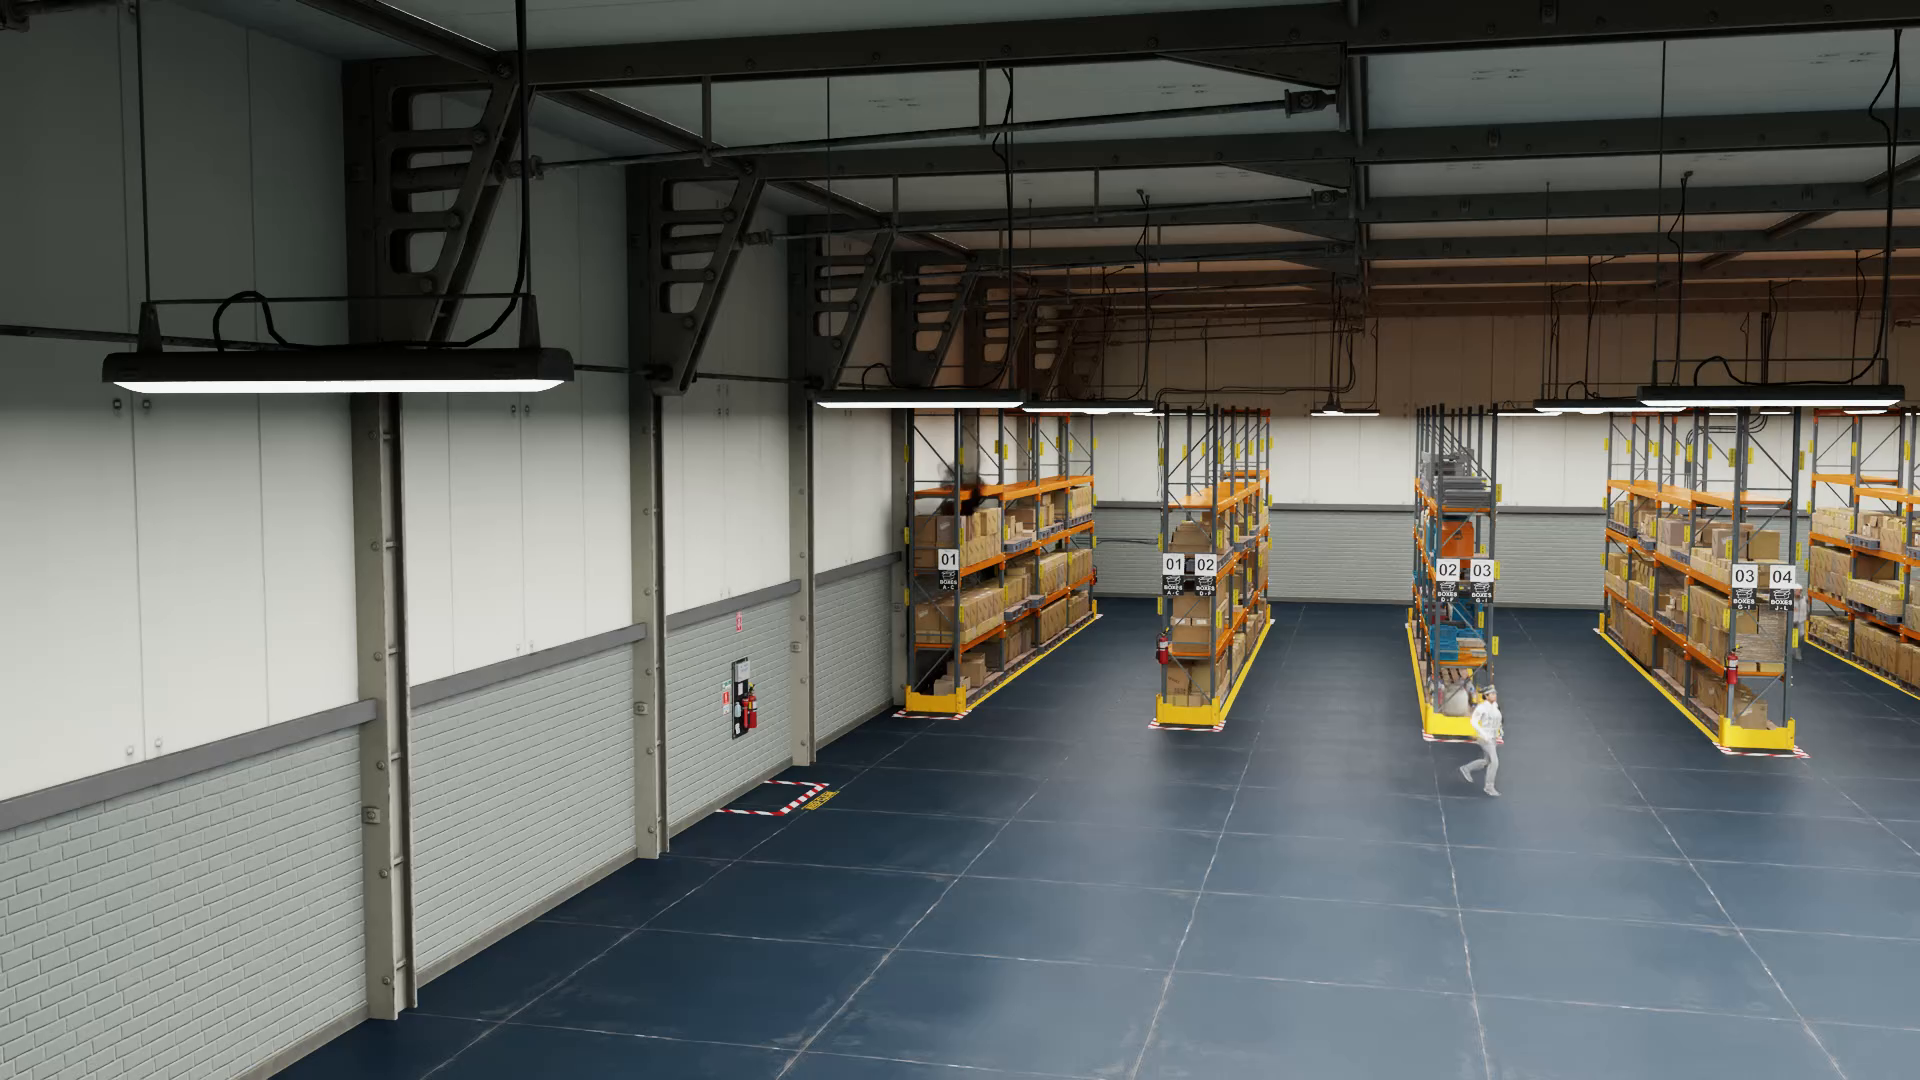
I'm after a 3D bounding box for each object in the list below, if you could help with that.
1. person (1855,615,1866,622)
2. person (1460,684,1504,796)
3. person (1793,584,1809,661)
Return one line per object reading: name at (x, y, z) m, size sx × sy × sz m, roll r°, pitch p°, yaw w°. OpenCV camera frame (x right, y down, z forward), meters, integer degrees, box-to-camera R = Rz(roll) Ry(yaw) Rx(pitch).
person at (23.990, 1.648, 44.442) m, size 0.691 × 1.725 × 0.639 m, roll 0°, pitch 4°, yaw 3°
person at (8.006, 3.045, 25.483) m, size 0.628 × 1.715 × 0.689 m, roll -4°, pitch 6°, yaw -44°
person at (20.006, 1.949, 39.829) m, size 0.678 × 1.820 × 0.874 m, roll 1°, pitch 4°, yaw 10°
